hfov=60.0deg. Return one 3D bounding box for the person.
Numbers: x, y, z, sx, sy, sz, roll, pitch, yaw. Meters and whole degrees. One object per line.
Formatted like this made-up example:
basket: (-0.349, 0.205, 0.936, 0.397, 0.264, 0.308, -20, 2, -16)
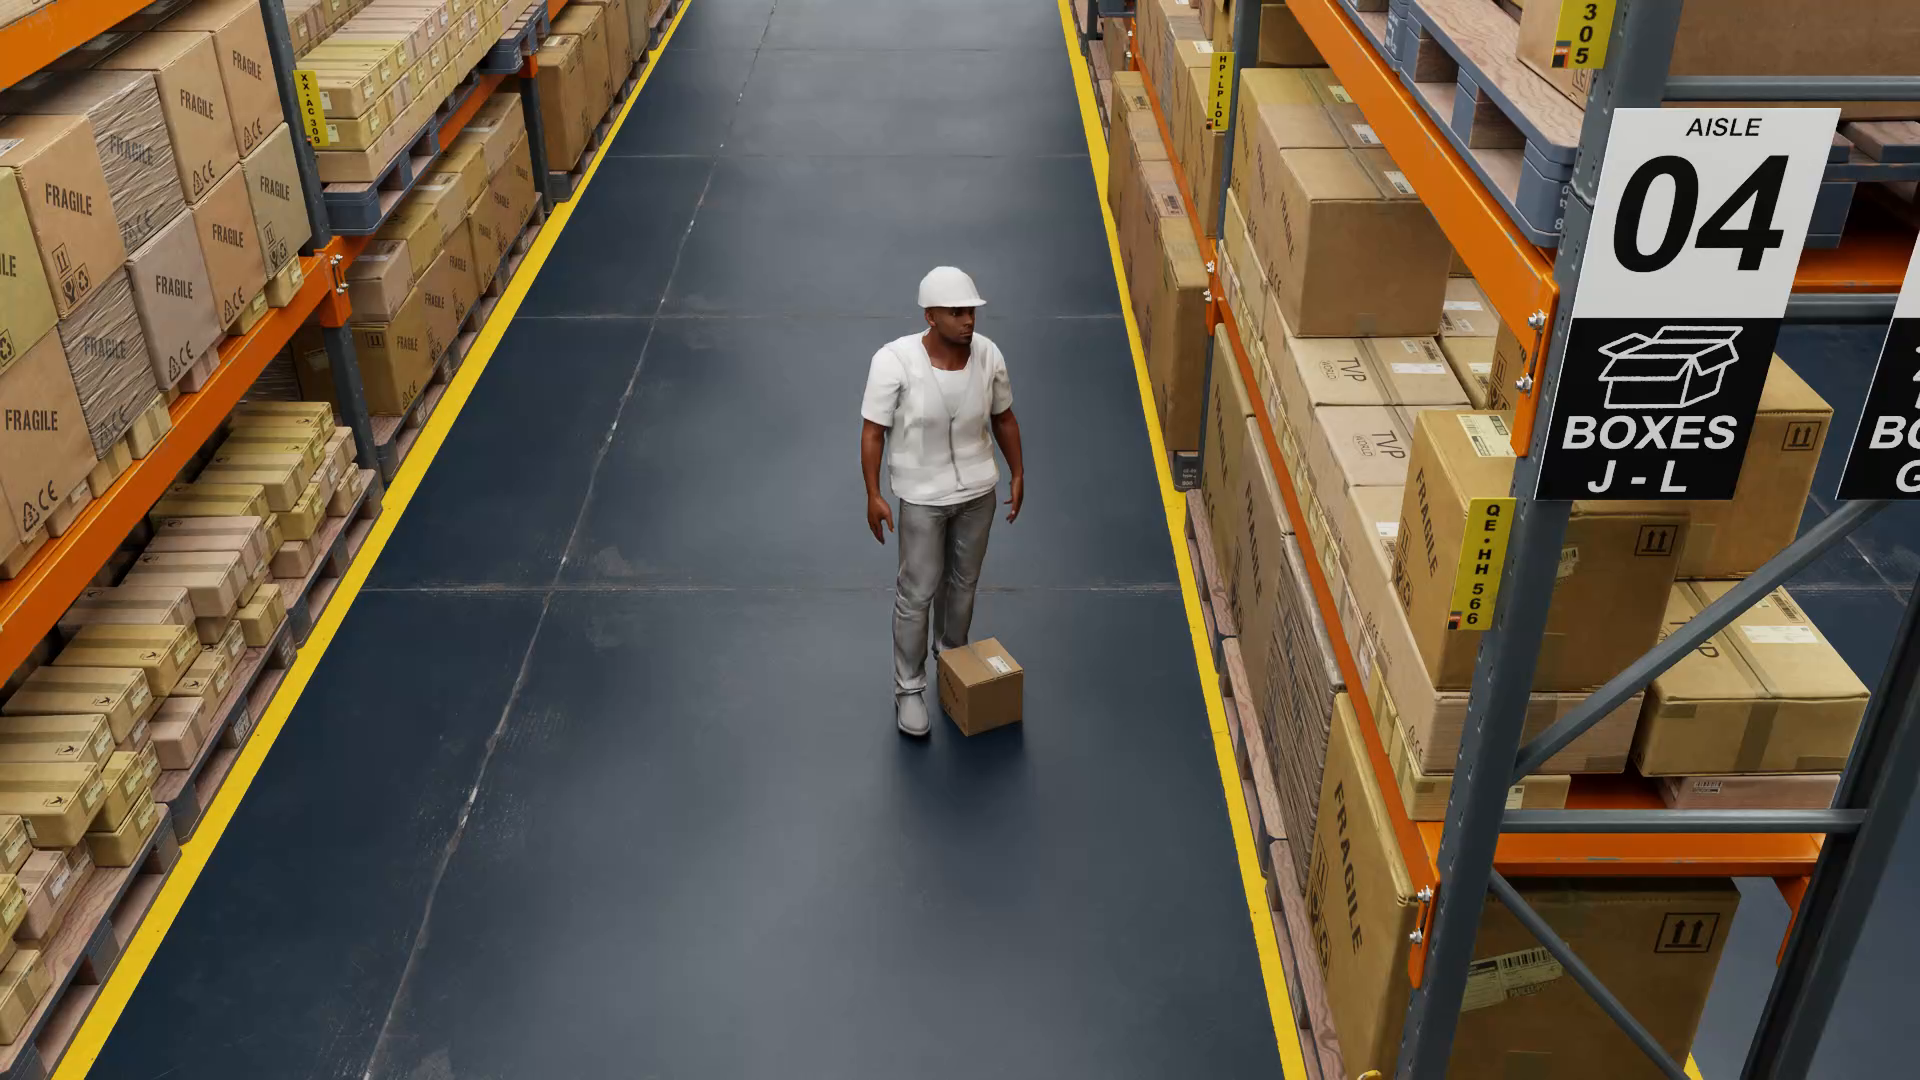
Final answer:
person: (-0.029, -0.159, 6.355, 0.665, 1.768, 0.575, -13, 34, -21)
